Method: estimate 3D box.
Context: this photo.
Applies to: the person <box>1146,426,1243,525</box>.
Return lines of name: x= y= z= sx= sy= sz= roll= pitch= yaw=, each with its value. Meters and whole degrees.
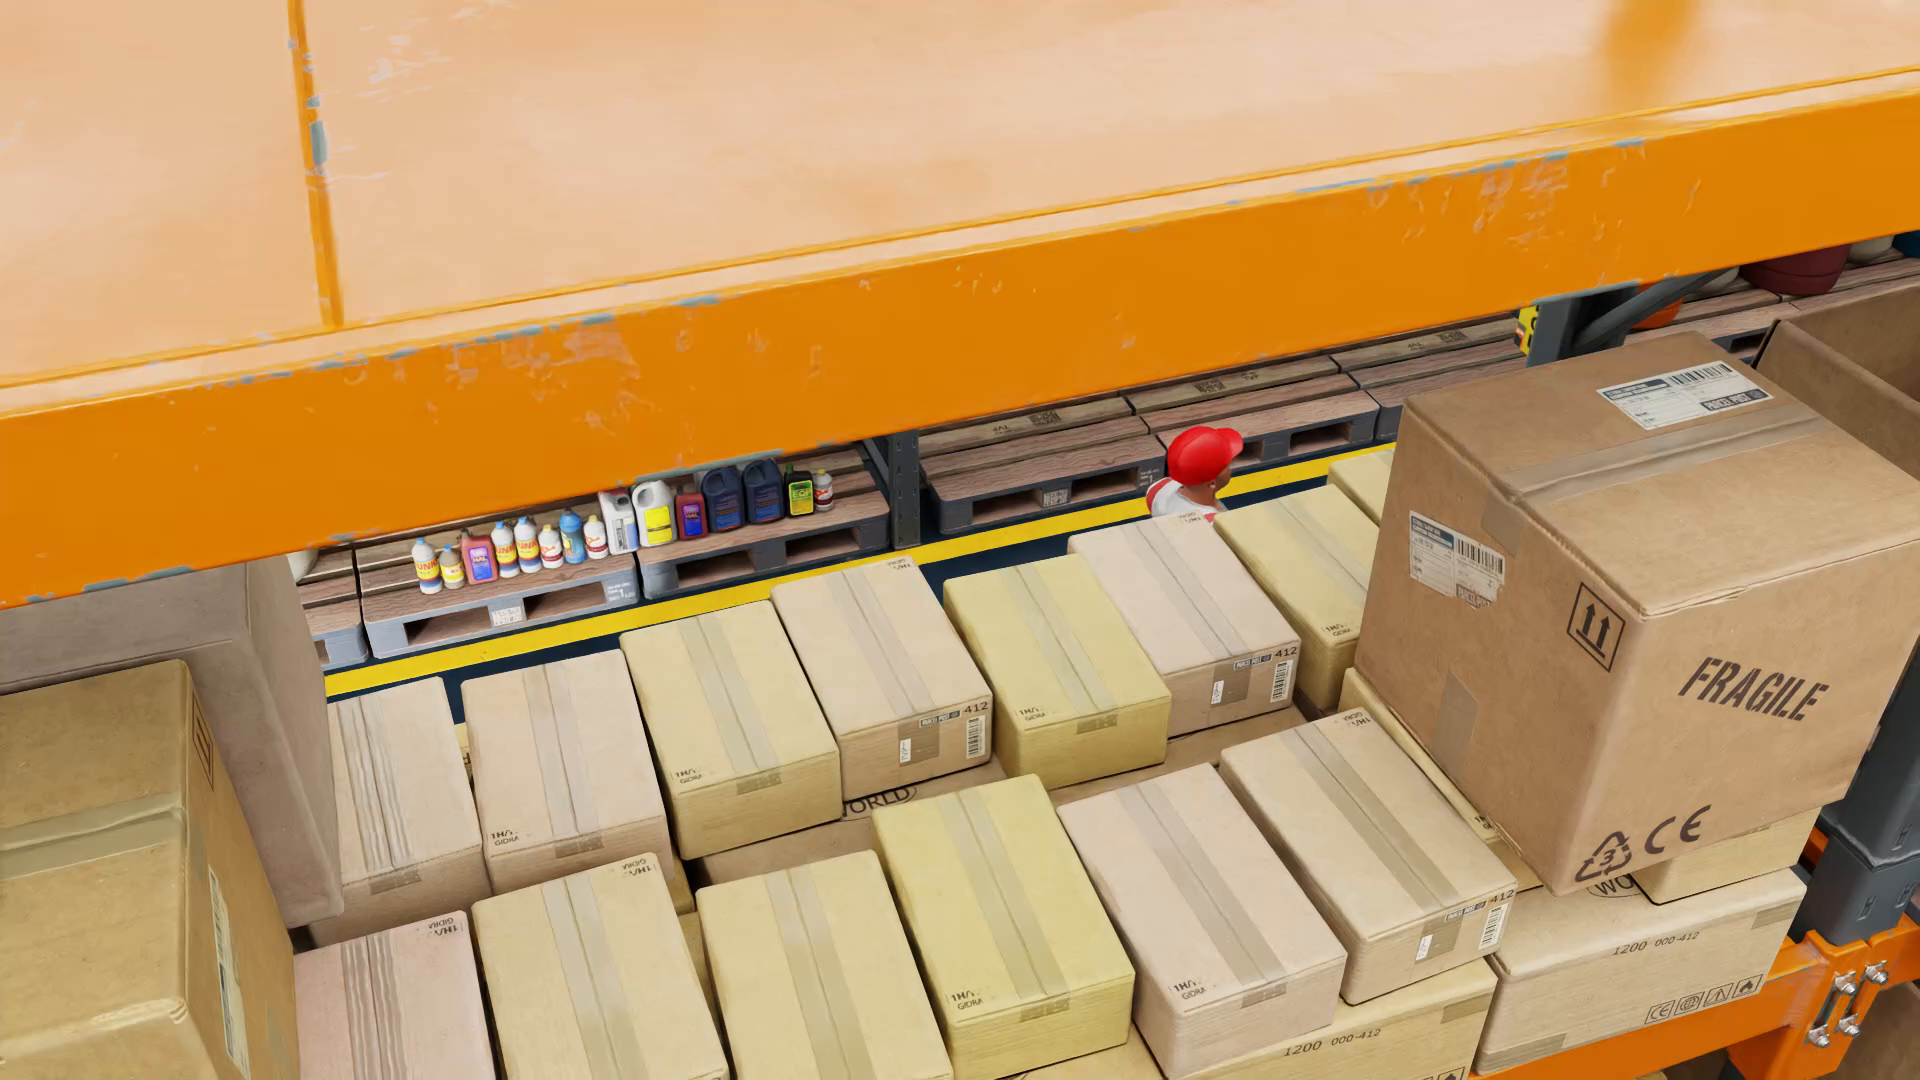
person: x=0.983 y=0.300 z=6.244 sx=0.564 sy=1.782 sz=0.493 roll=-12 pitch=39 yaw=-16
